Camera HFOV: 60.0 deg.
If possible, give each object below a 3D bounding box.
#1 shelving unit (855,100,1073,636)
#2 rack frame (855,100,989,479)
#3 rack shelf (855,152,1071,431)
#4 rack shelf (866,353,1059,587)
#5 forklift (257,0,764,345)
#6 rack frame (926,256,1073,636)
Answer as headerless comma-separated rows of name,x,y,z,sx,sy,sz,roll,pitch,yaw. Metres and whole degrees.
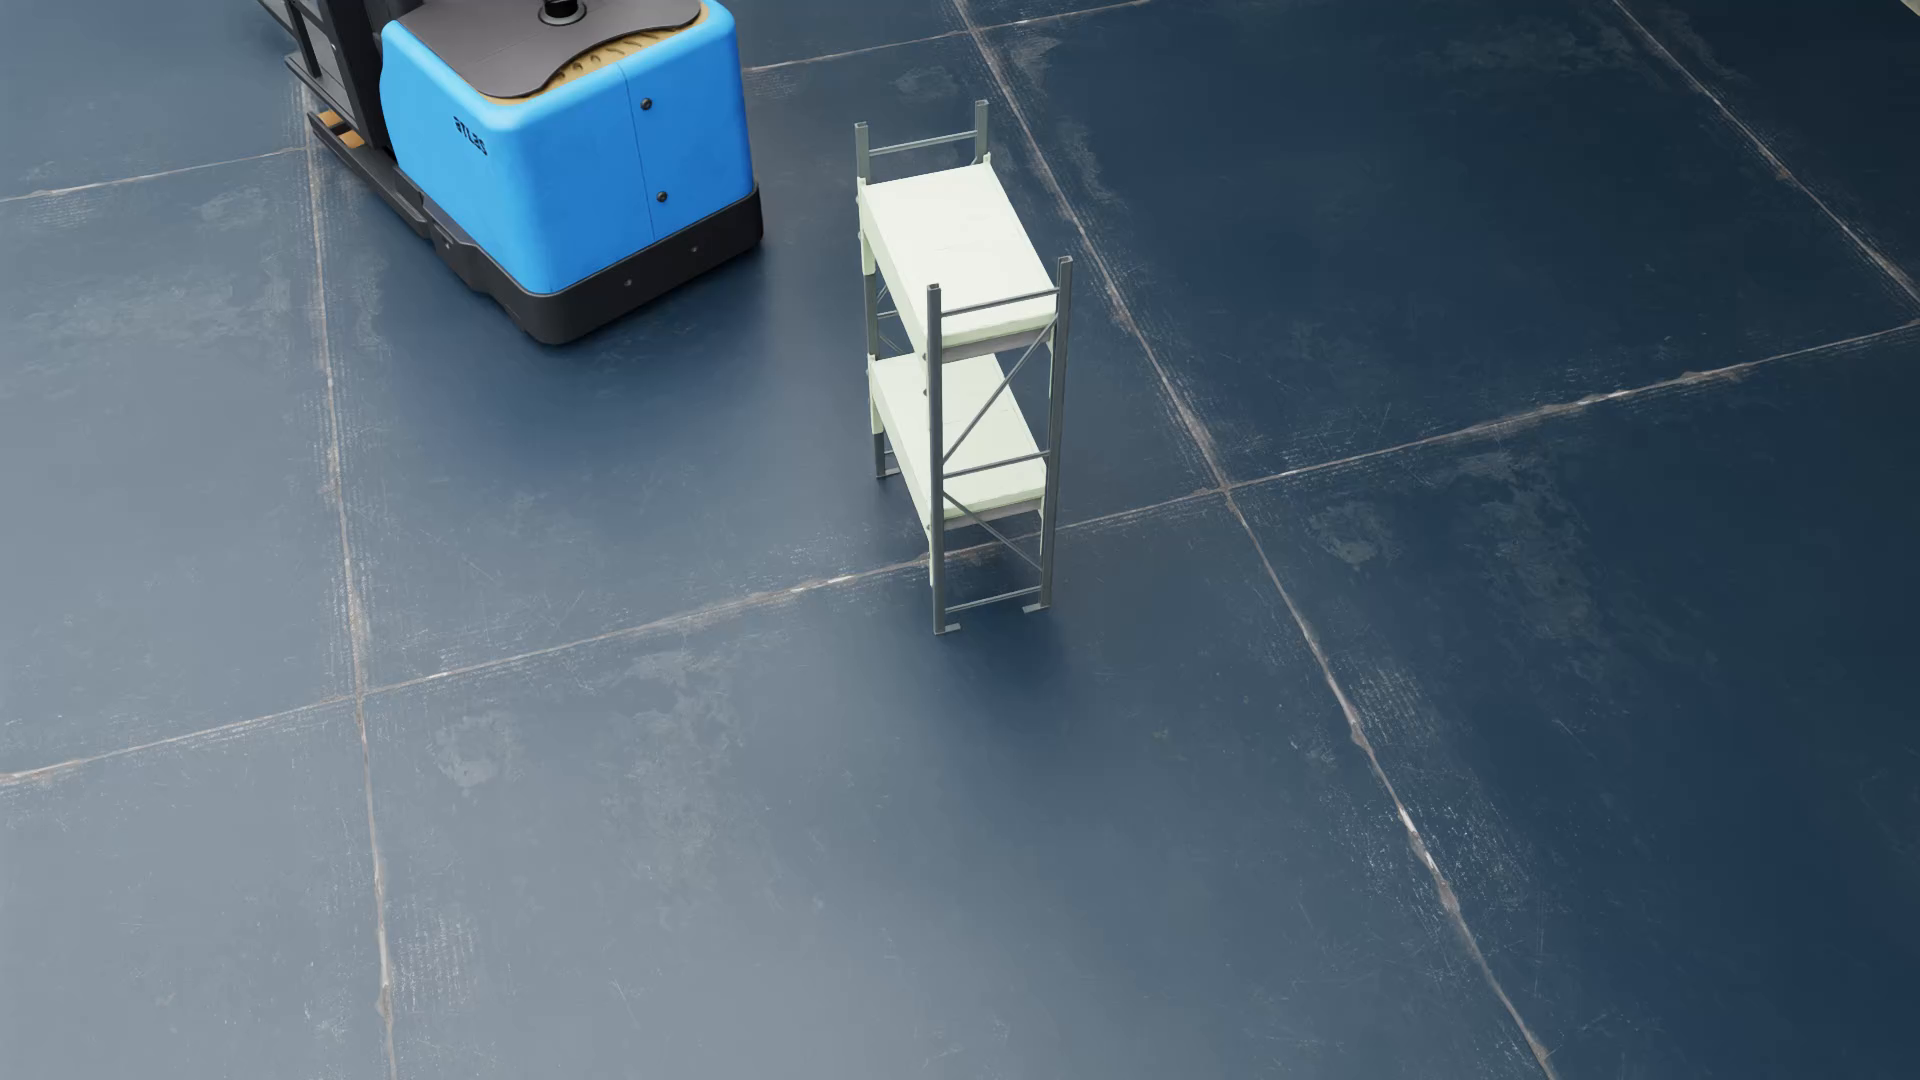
shelving unit,-0.002,-0.488,5.181,0.431,1.500,0.755,-13,51,-11
rack frame,-0.110,-0.756,5.406,0.400,1.500,0.023,-13,51,-11
rack shelf,-0.002,-0.740,4.882,0.431,0.370,0.720,-13,51,-11
rack shelf,-0.002,-0.278,5.430,0.431,0.370,0.720,-13,51,-11
forklift,-2.131,-2.741,6.144,1.130,2.935,3.031,-33,57,-25
rack frame,0.106,-0.221,4.955,0.400,1.500,0.023,-13,51,-11
